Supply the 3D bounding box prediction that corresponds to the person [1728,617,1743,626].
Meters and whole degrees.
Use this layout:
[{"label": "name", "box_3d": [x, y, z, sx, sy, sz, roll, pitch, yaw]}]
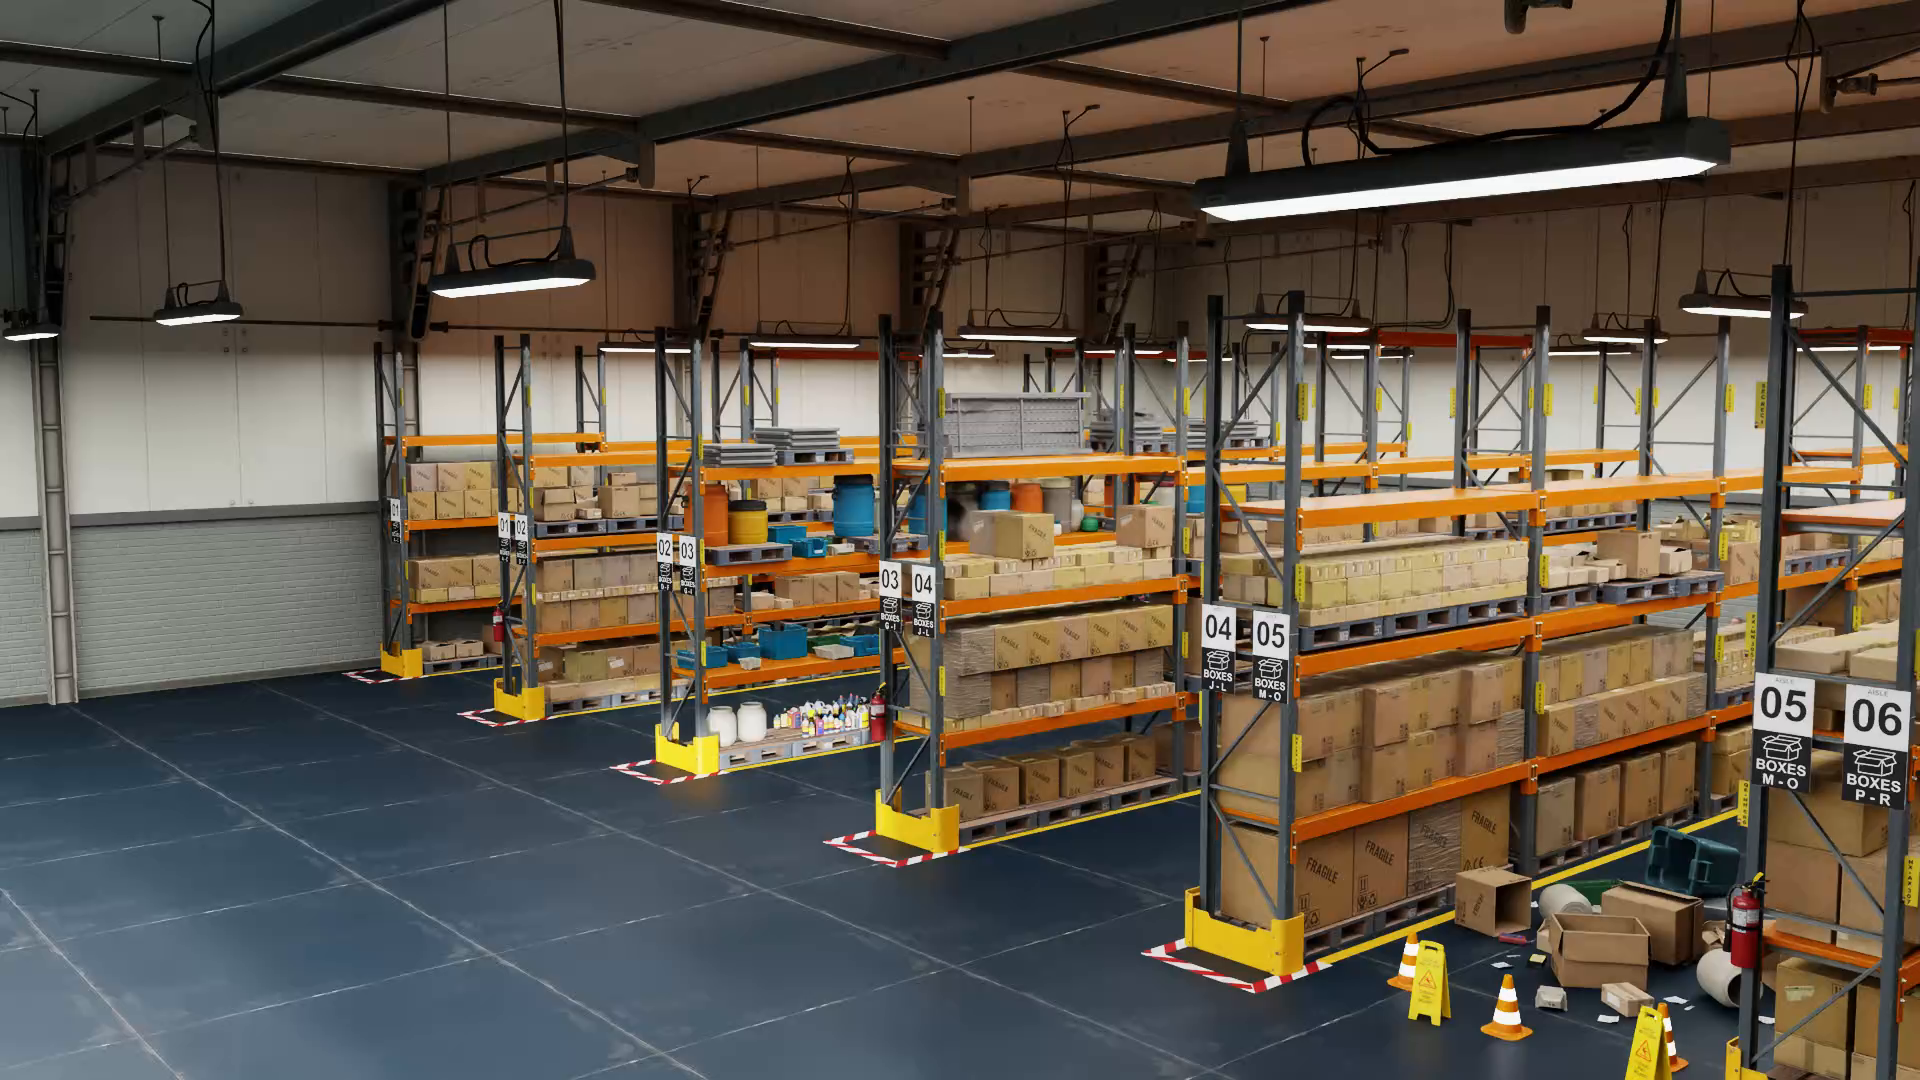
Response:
[{"label": "person", "box_3d": [11.891, 2.021, 25.374, 0.687, 1.705, 0.685, -3, 6, -30]}]
